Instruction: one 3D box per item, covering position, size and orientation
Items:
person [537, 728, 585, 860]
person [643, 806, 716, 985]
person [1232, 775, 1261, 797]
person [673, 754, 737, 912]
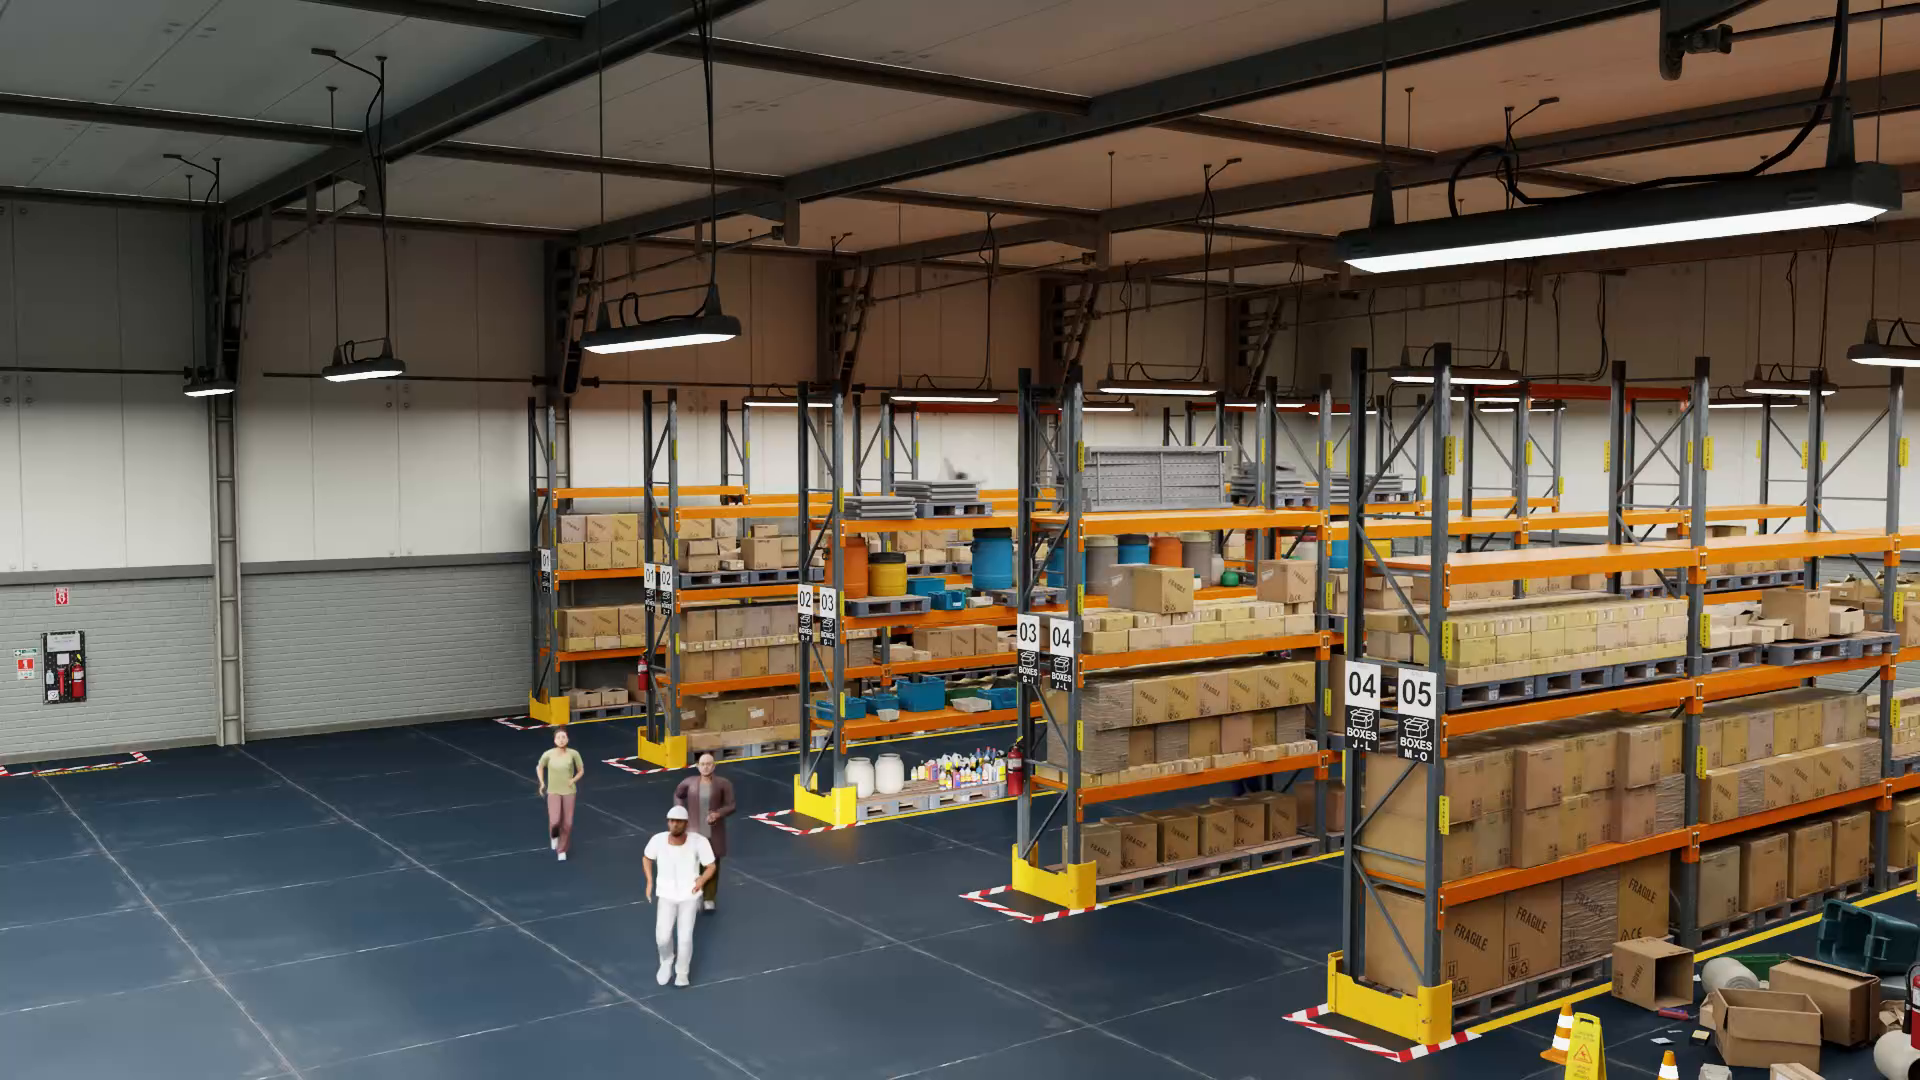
[{"bbox_3d":[-4.922,3.137,20.523,0.575,1.627,0.540,-1,3,-15],"label":"person"},{"bbox_3d":[-2.652,3.362,15.658,0.704,1.733,0.612,0,3,-5],"label":"person"},{"bbox_3d":[4.009,3.014,22.830,0.757,1.648,0.601,-2,4,-32],"label":"person"},{"bbox_3d":[-2.778,3.212,18.116,0.693,1.730,0.695,0,3,-8],"label":"person"}]
